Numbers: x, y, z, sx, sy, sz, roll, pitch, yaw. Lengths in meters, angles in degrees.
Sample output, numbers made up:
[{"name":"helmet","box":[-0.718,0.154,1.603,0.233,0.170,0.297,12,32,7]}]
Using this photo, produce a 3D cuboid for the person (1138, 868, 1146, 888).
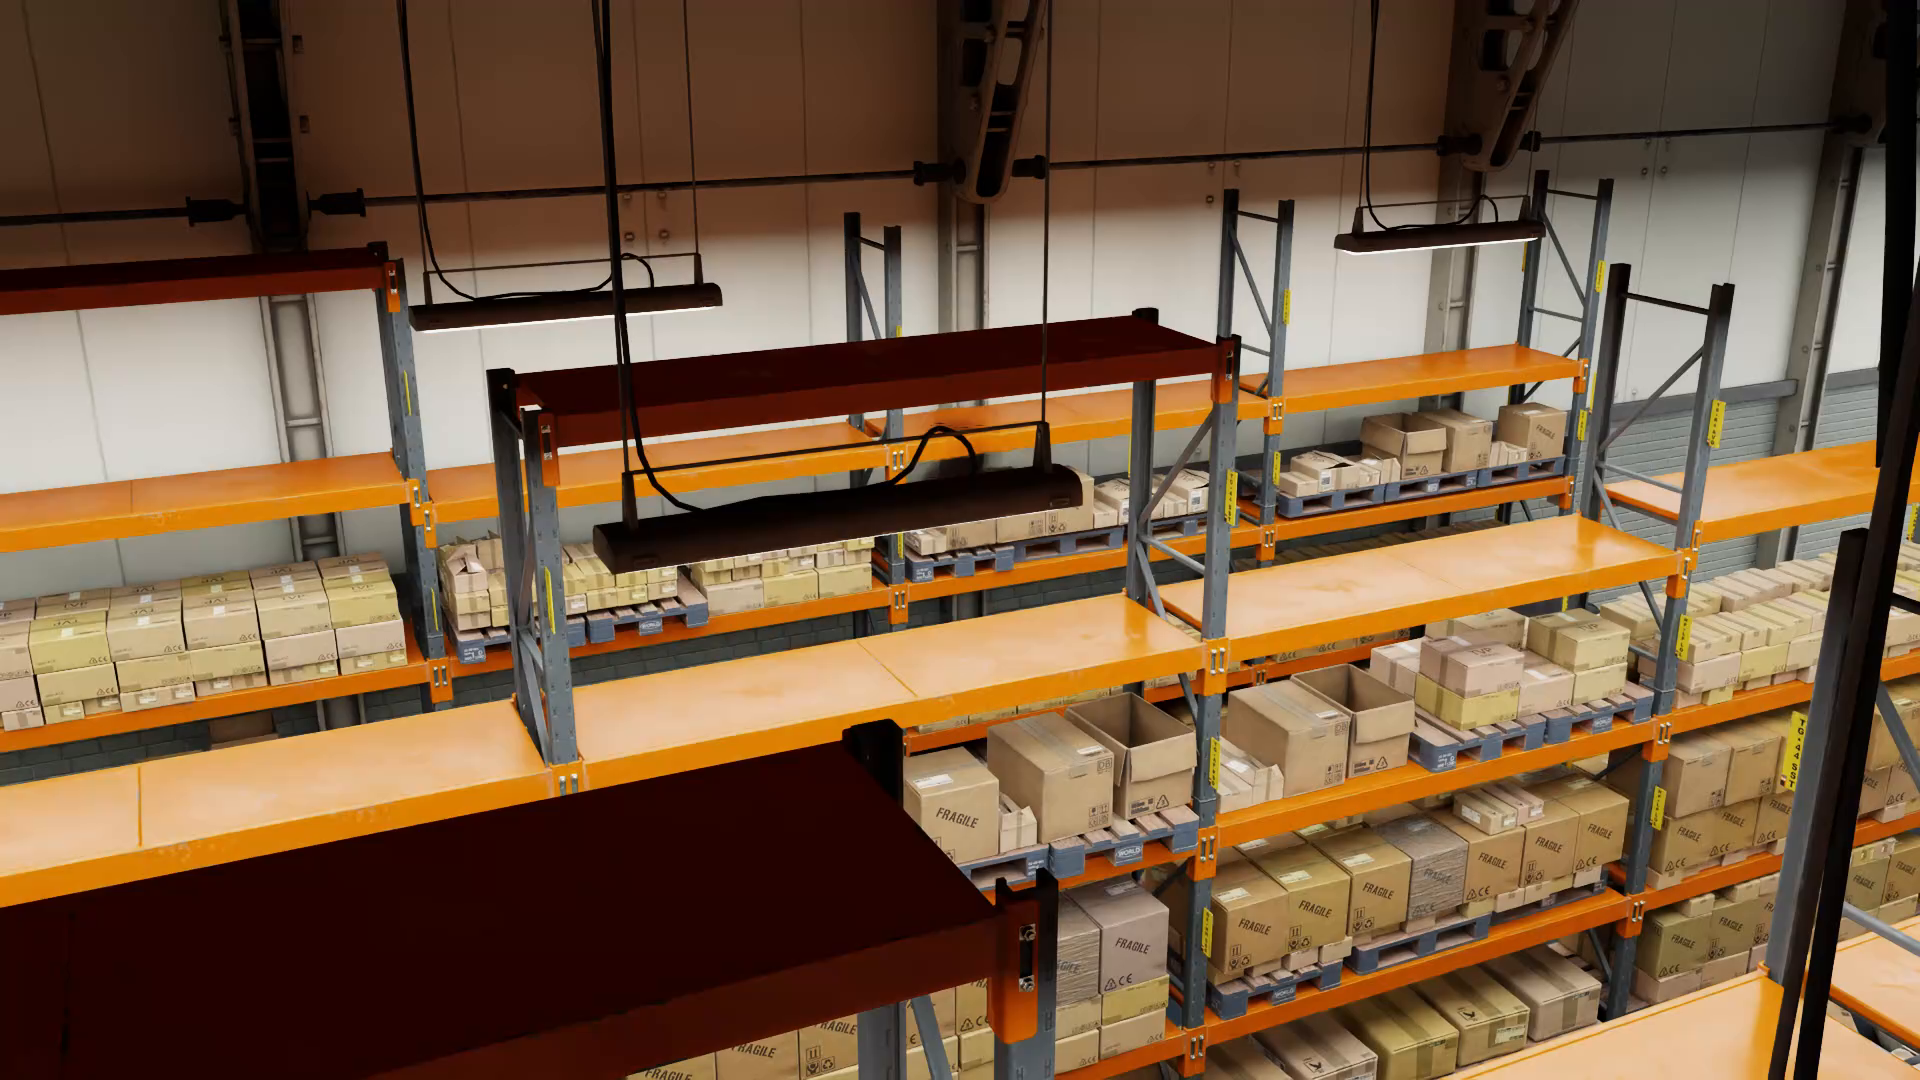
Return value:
[{"name":"person","box":[1.561,2.849,13.478,0.569,1.714,0.471,-8,20,-21]}]
